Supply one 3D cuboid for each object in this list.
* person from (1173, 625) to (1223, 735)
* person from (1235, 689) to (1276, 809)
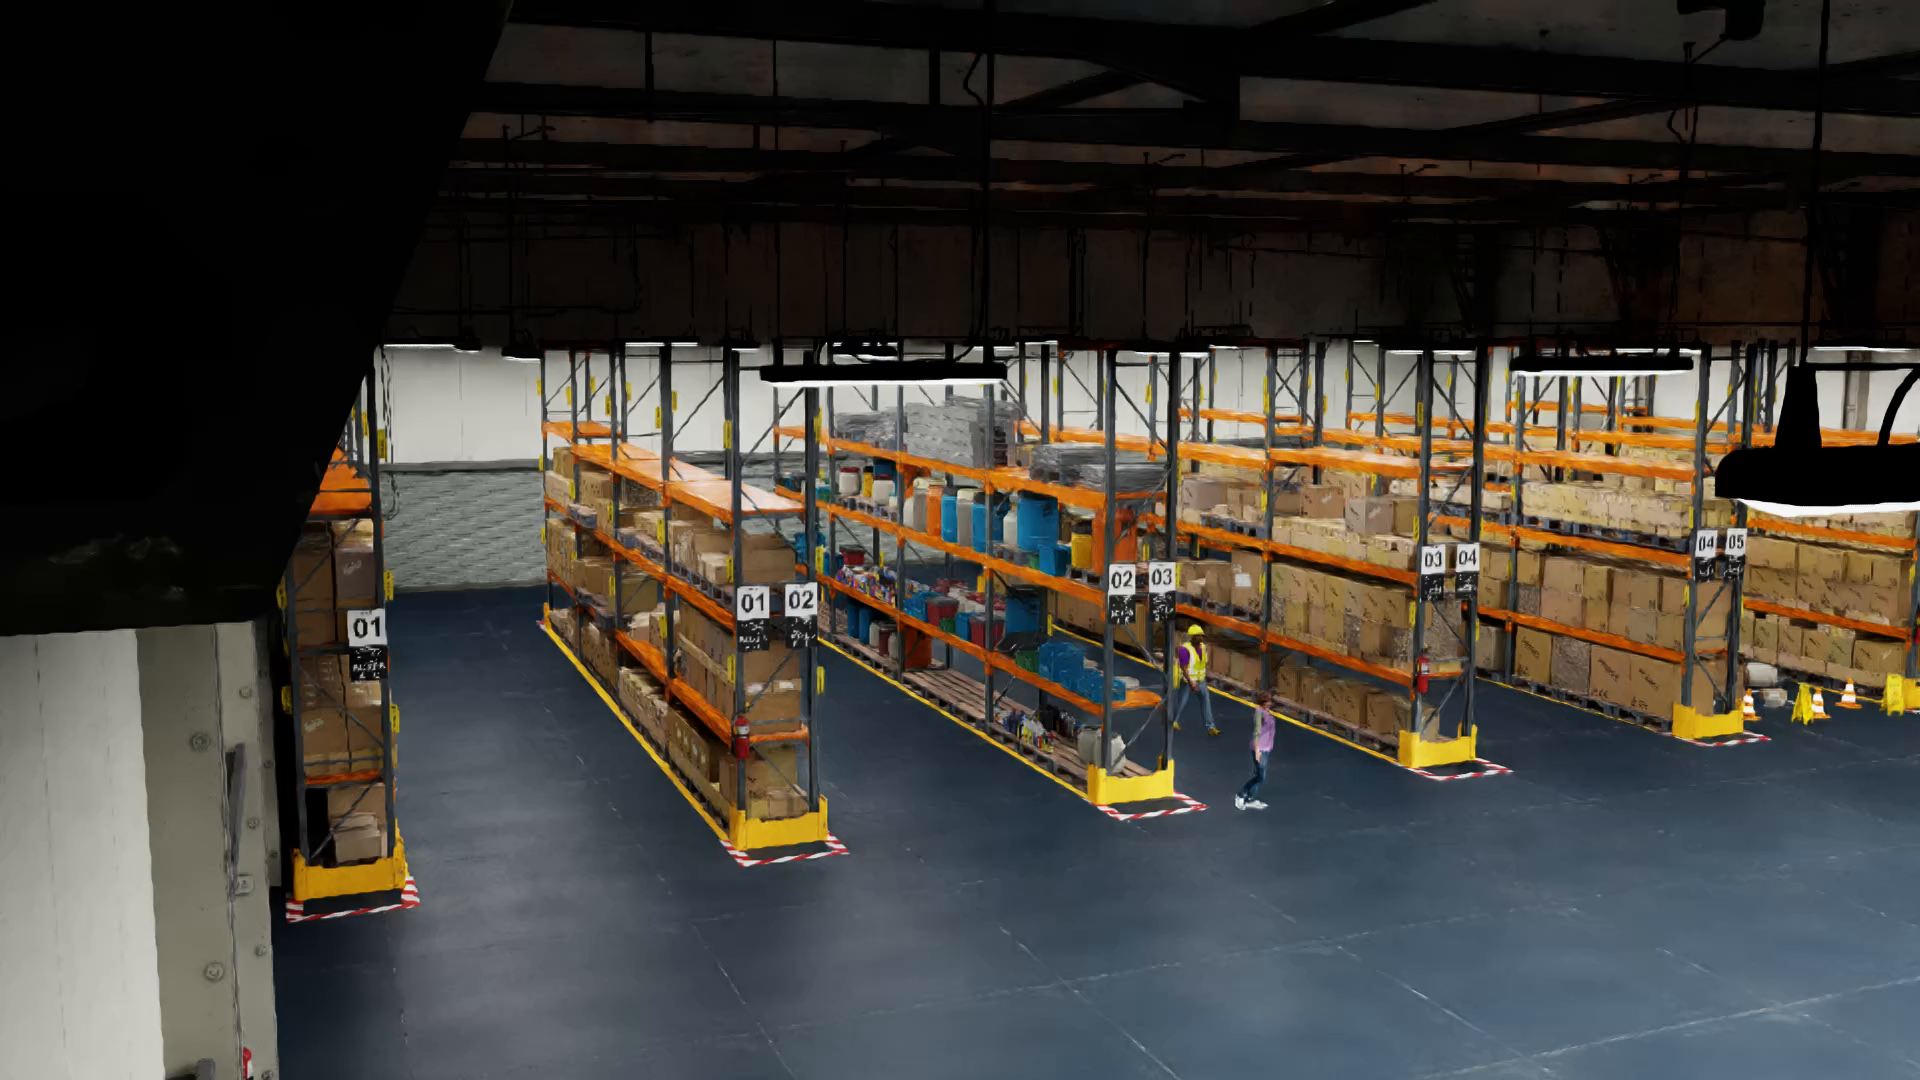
[{"bbox_3d":[3.607,2.147,25.655,0.569,1.709,1.035,-4,9,-30],"label":"person"},{"bbox_3d":[3.844,2.731,21.652,0.452,1.585,0.557,4,8,26],"label":"person"}]
